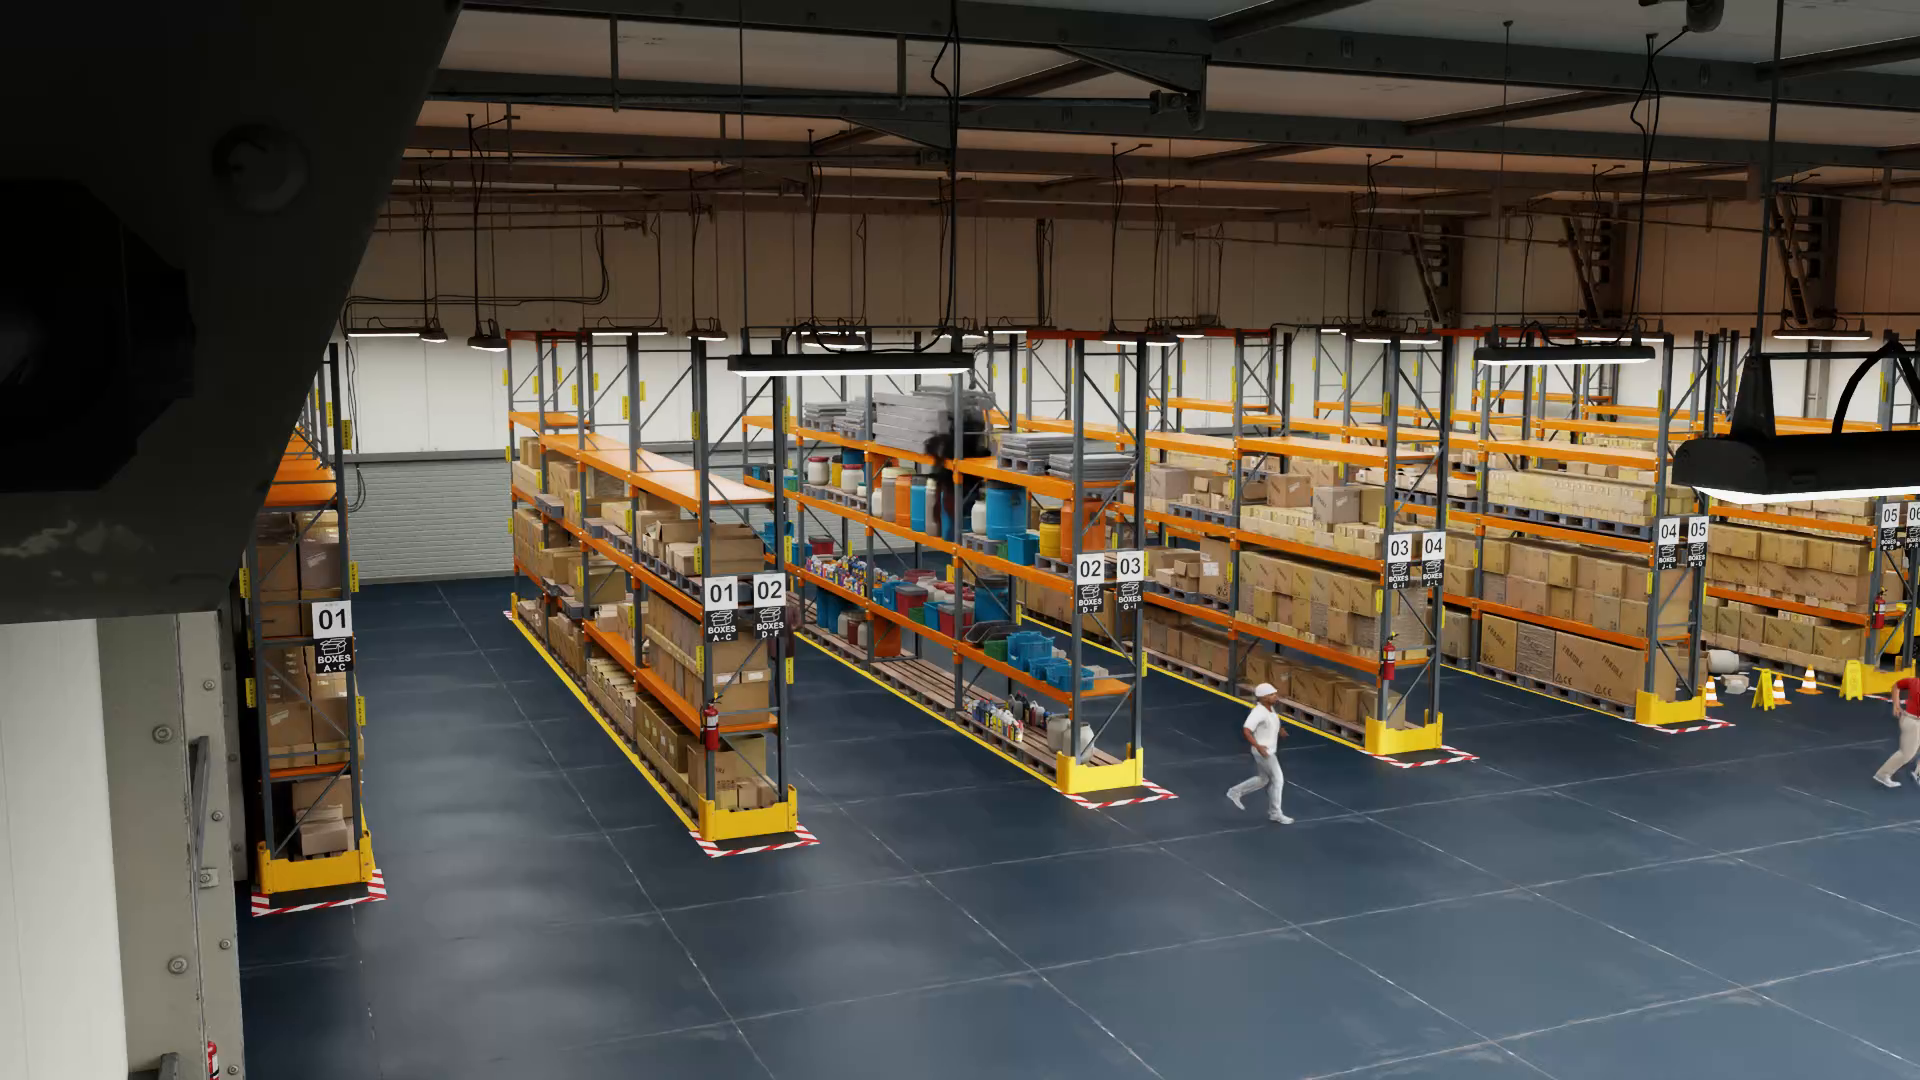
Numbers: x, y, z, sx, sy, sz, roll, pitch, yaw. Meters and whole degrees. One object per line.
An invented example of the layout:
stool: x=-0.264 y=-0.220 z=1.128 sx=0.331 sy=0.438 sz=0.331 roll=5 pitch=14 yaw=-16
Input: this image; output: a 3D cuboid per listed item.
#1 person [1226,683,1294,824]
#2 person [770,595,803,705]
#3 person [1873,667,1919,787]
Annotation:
person: x=3.770 y=2.648 z=20.808 sx=0.852 sy=1.768 sz=0.689 roll=2 pitch=8 yaw=15
person: x=-2.922 y=1.726 z=27.265 sx=0.684 sy=1.806 sz=0.927 roll=-4 pitch=9 yaw=-27
person: x=12.658 y=2.501 z=22.077 sx=0.859 sy=1.762 sz=0.688 roll=2 pitch=8 yaw=17
